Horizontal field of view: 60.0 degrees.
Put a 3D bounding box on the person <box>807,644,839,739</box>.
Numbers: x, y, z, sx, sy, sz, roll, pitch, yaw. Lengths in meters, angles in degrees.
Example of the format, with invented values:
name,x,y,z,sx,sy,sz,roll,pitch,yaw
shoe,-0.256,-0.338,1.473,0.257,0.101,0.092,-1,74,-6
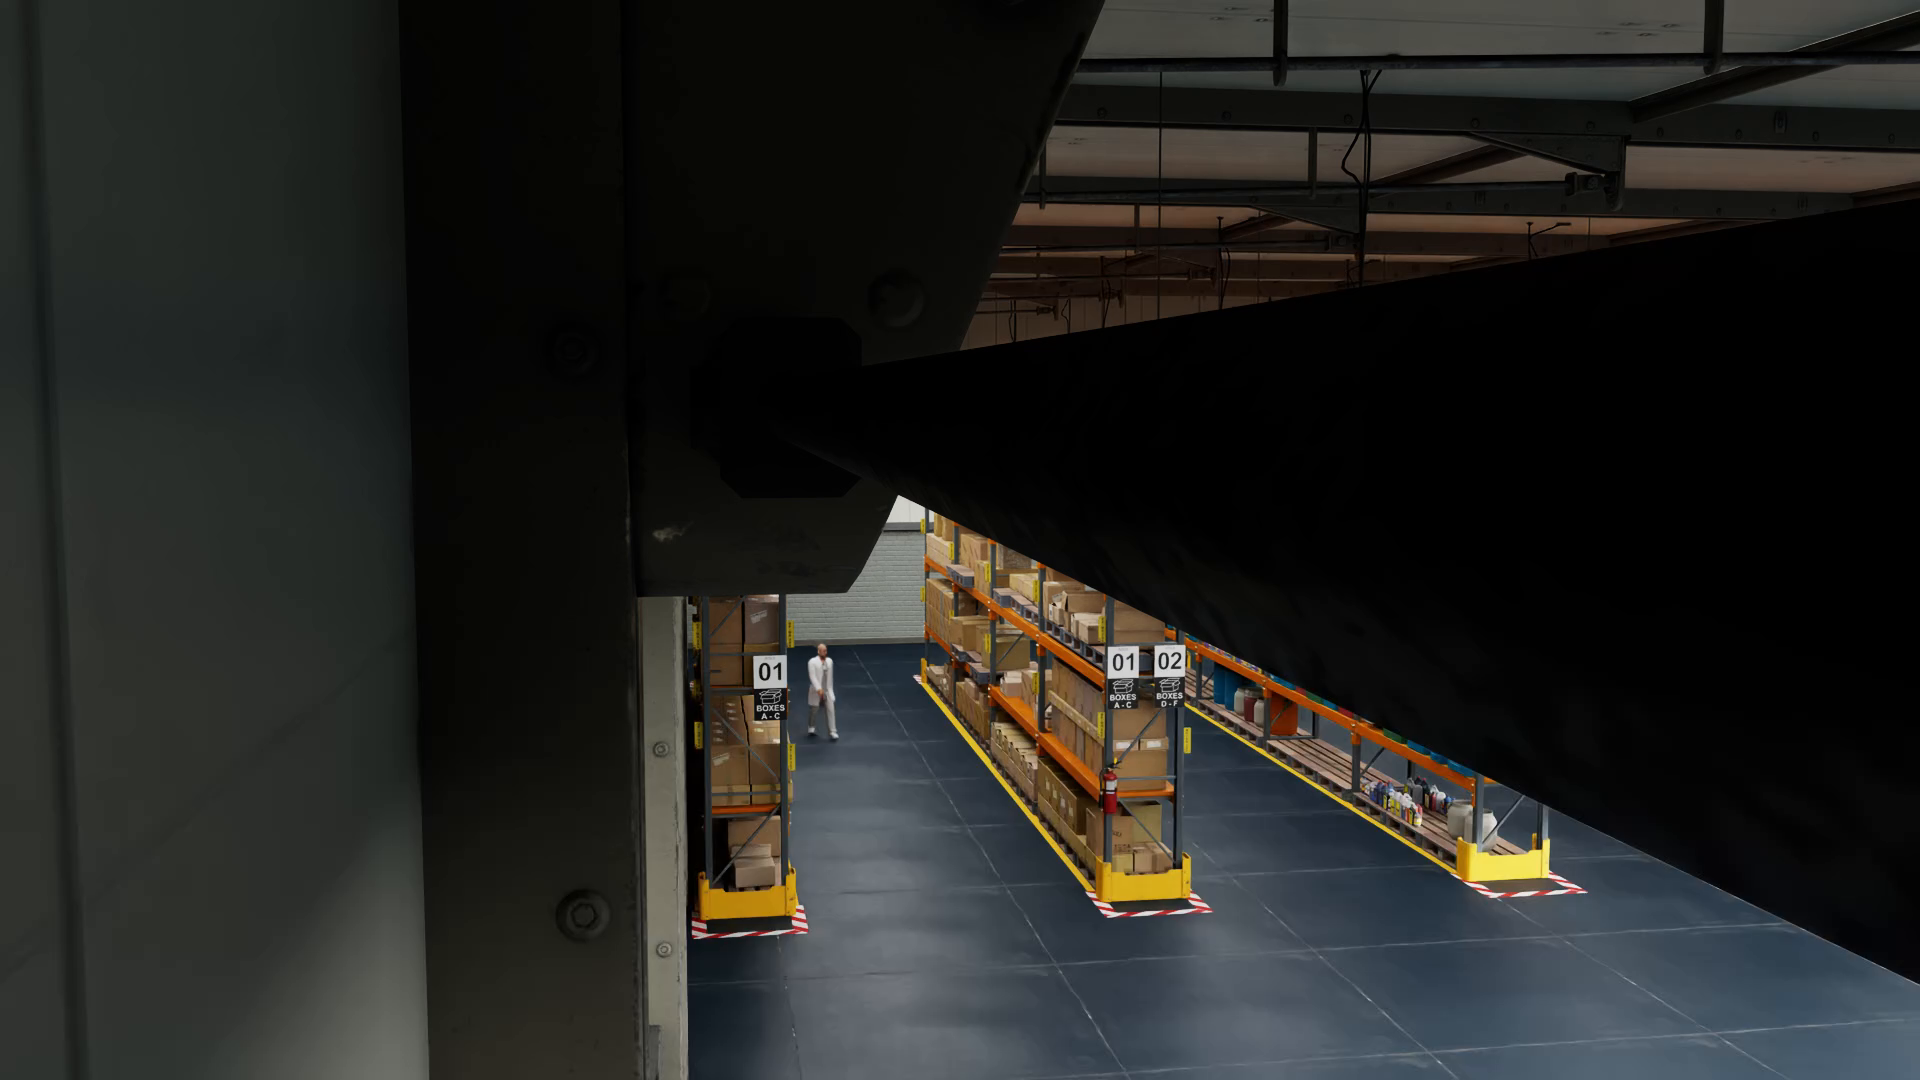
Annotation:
name,x,y,z,sx,sy,sz,roll,pitch,yaw
person,-2.520,2.772,30.607,0.550,1.706,1.143,-3,6,-28
